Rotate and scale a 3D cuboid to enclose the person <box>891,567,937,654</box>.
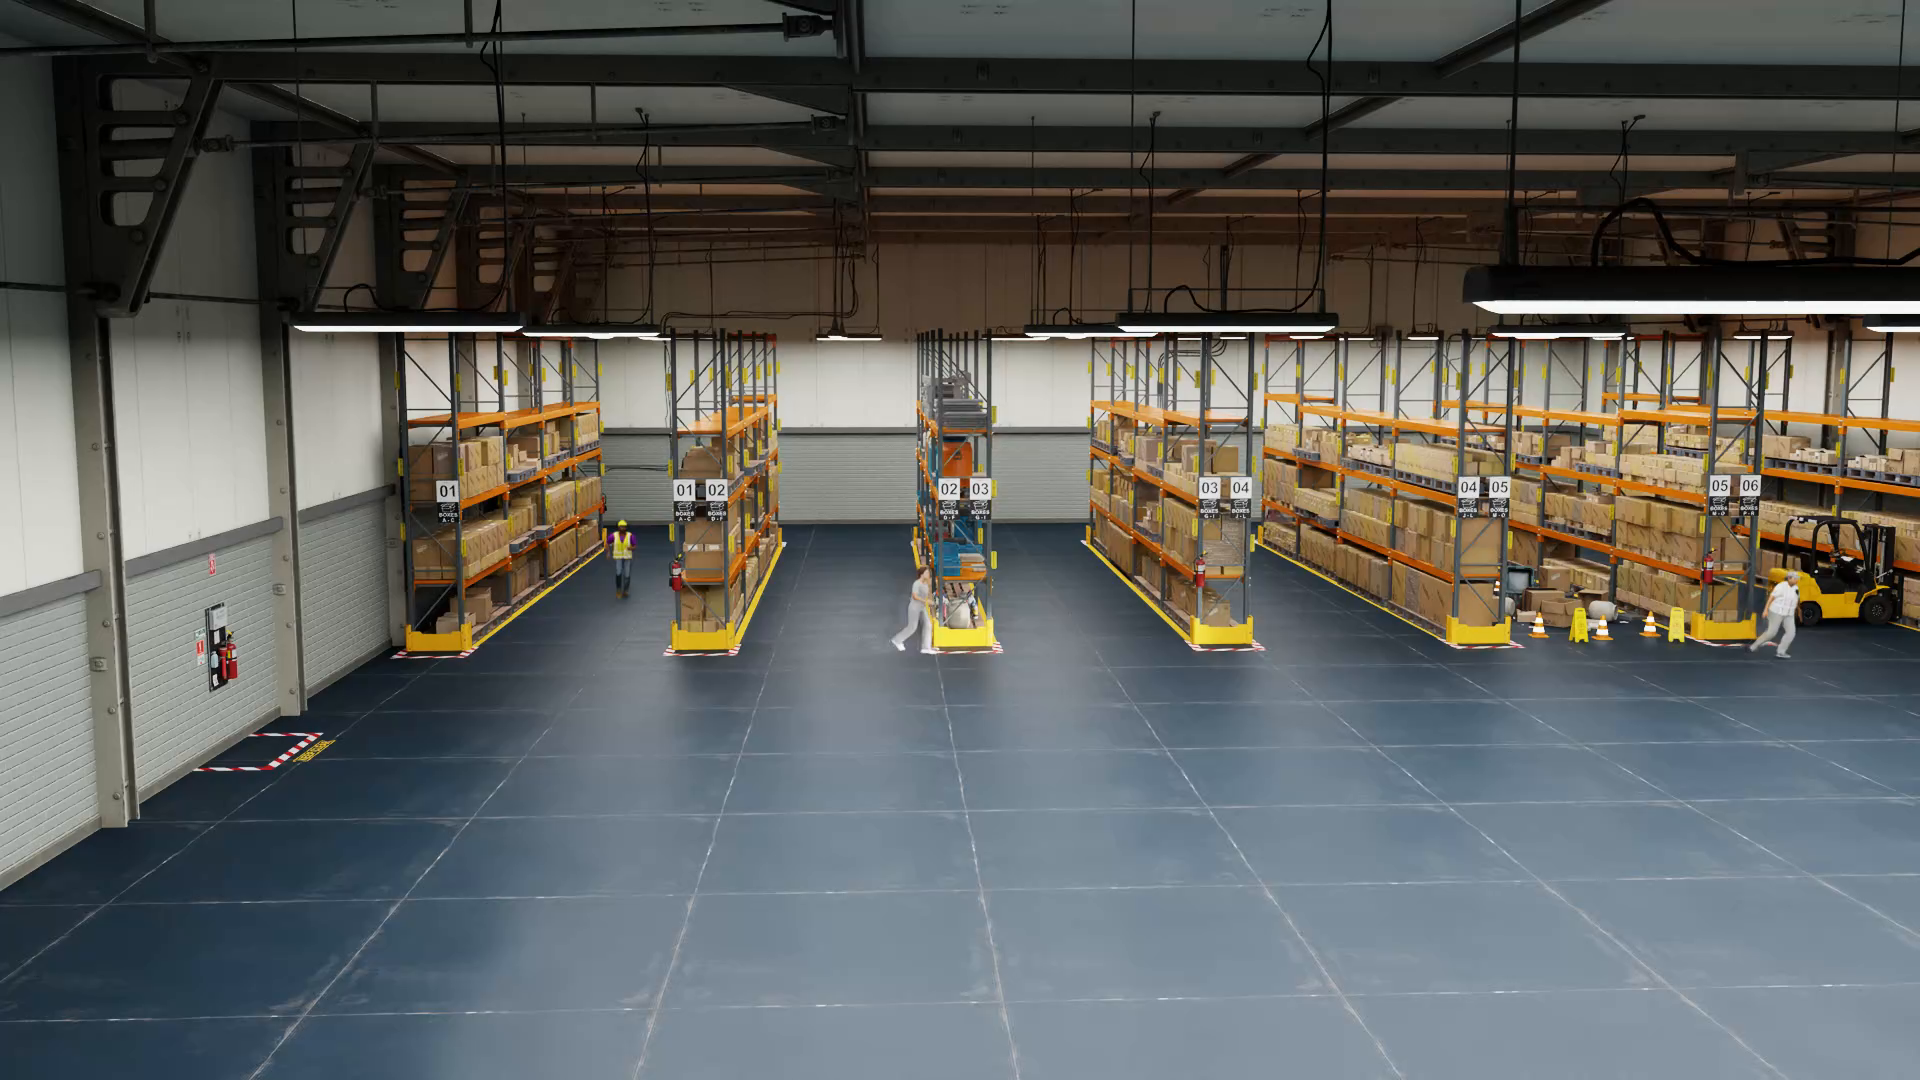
[{"bbox_3d":[-0.851,1.293,30.797,0.901,1.635,0.550,3,8,27],"label":"person"}]

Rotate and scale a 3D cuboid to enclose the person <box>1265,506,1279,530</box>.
[{"bbox_3d":[9.187,-0.869,48.912,0.779,1.725,0.561,-2,7,-18],"label":"person"}]

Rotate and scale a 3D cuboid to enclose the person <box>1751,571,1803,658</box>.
[{"bbox_3d":[15.012,1.340,30.487,0.671,1.599,0.716,-2,7,-15],"label":"person"}]

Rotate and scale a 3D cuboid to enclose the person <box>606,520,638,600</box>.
[{"bbox_3d":[-7.596,0.448,37.390,0.696,1.790,0.721,-2,7,-13],"label":"person"}]
